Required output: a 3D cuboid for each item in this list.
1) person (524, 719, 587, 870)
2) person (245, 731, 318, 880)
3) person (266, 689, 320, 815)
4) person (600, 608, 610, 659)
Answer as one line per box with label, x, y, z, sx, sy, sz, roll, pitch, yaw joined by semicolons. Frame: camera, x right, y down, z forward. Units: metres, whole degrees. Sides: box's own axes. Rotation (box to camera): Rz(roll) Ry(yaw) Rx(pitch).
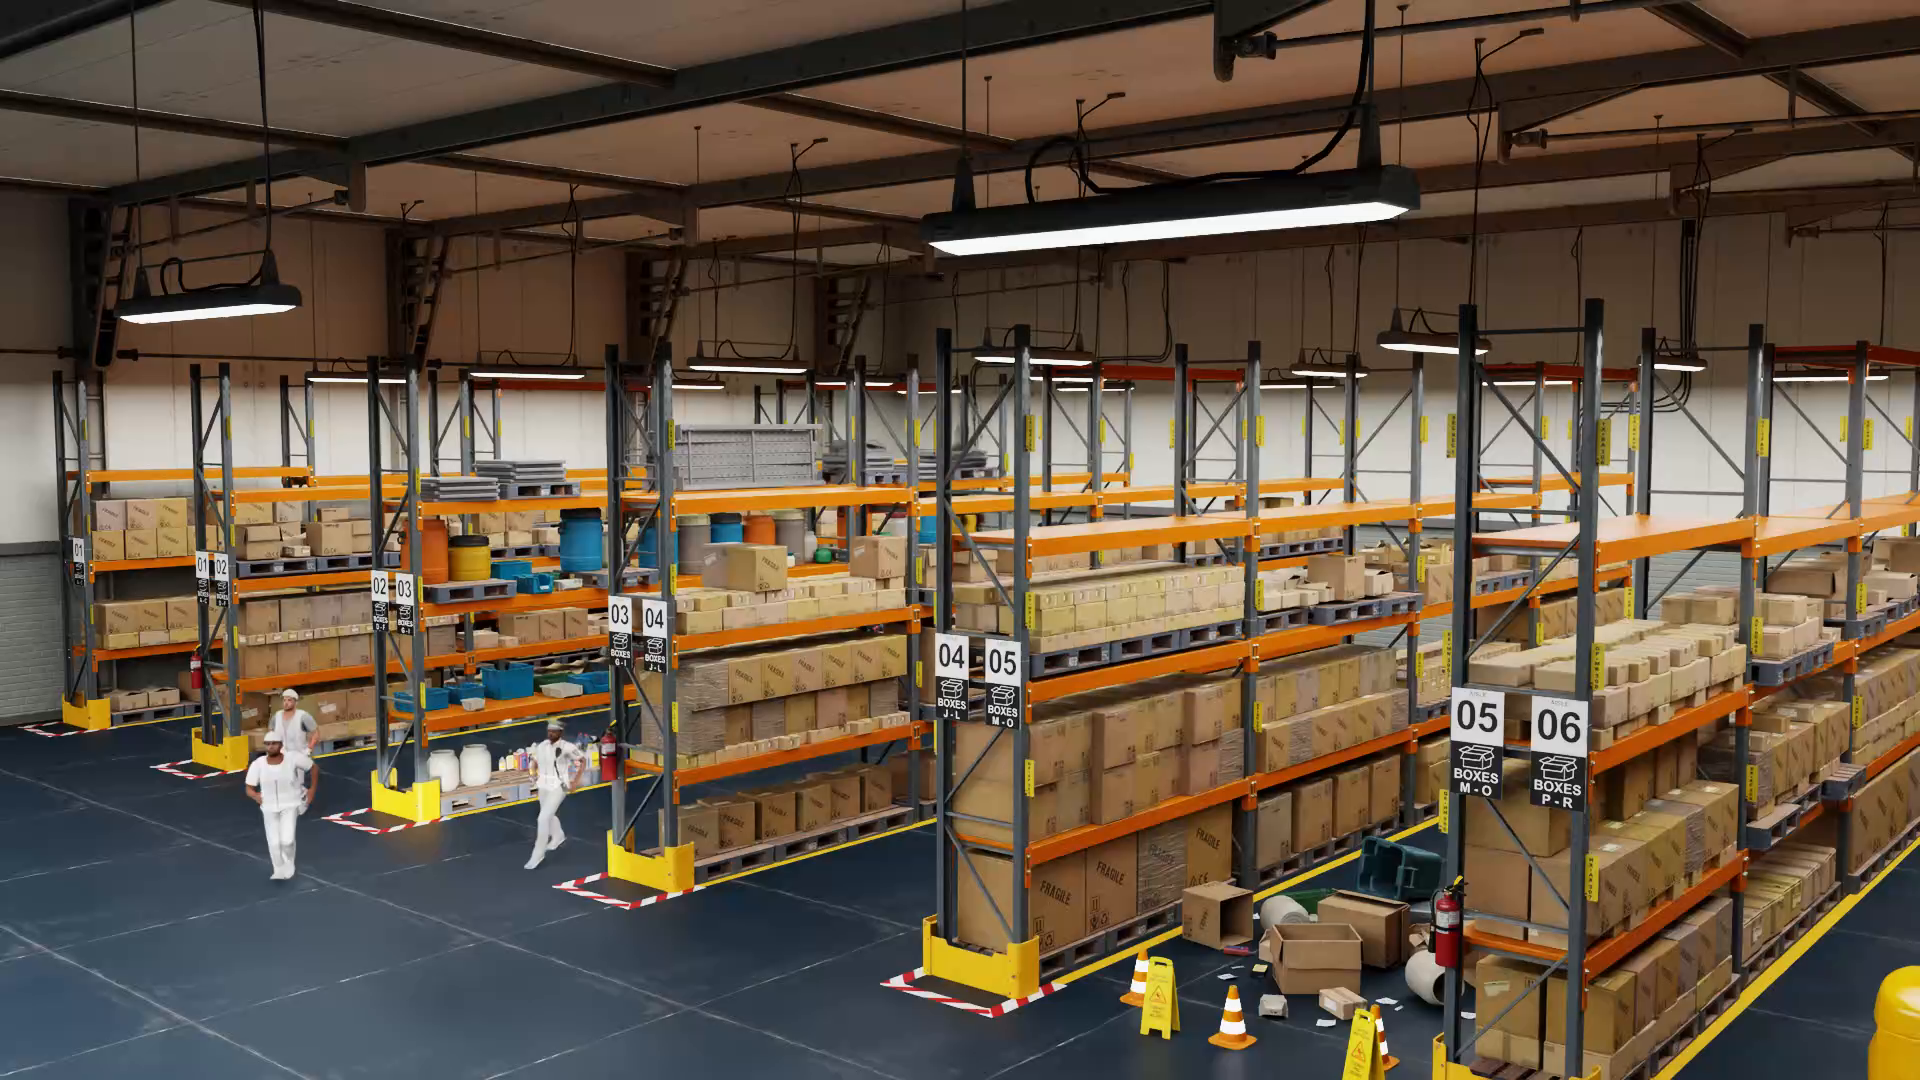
person;-4.750;2.921;19.421;0.640;1.713;0.861;2;5;25
person;-7.511;2.957;18.395;0.719;1.712;0.782;-1;4;-11
person;-8.513;2.760;21.210;0.675;1.742;0.657;0;4;0
person;-6.867;1.907;33.136;0.692;1.755;0.611;3;5;40
